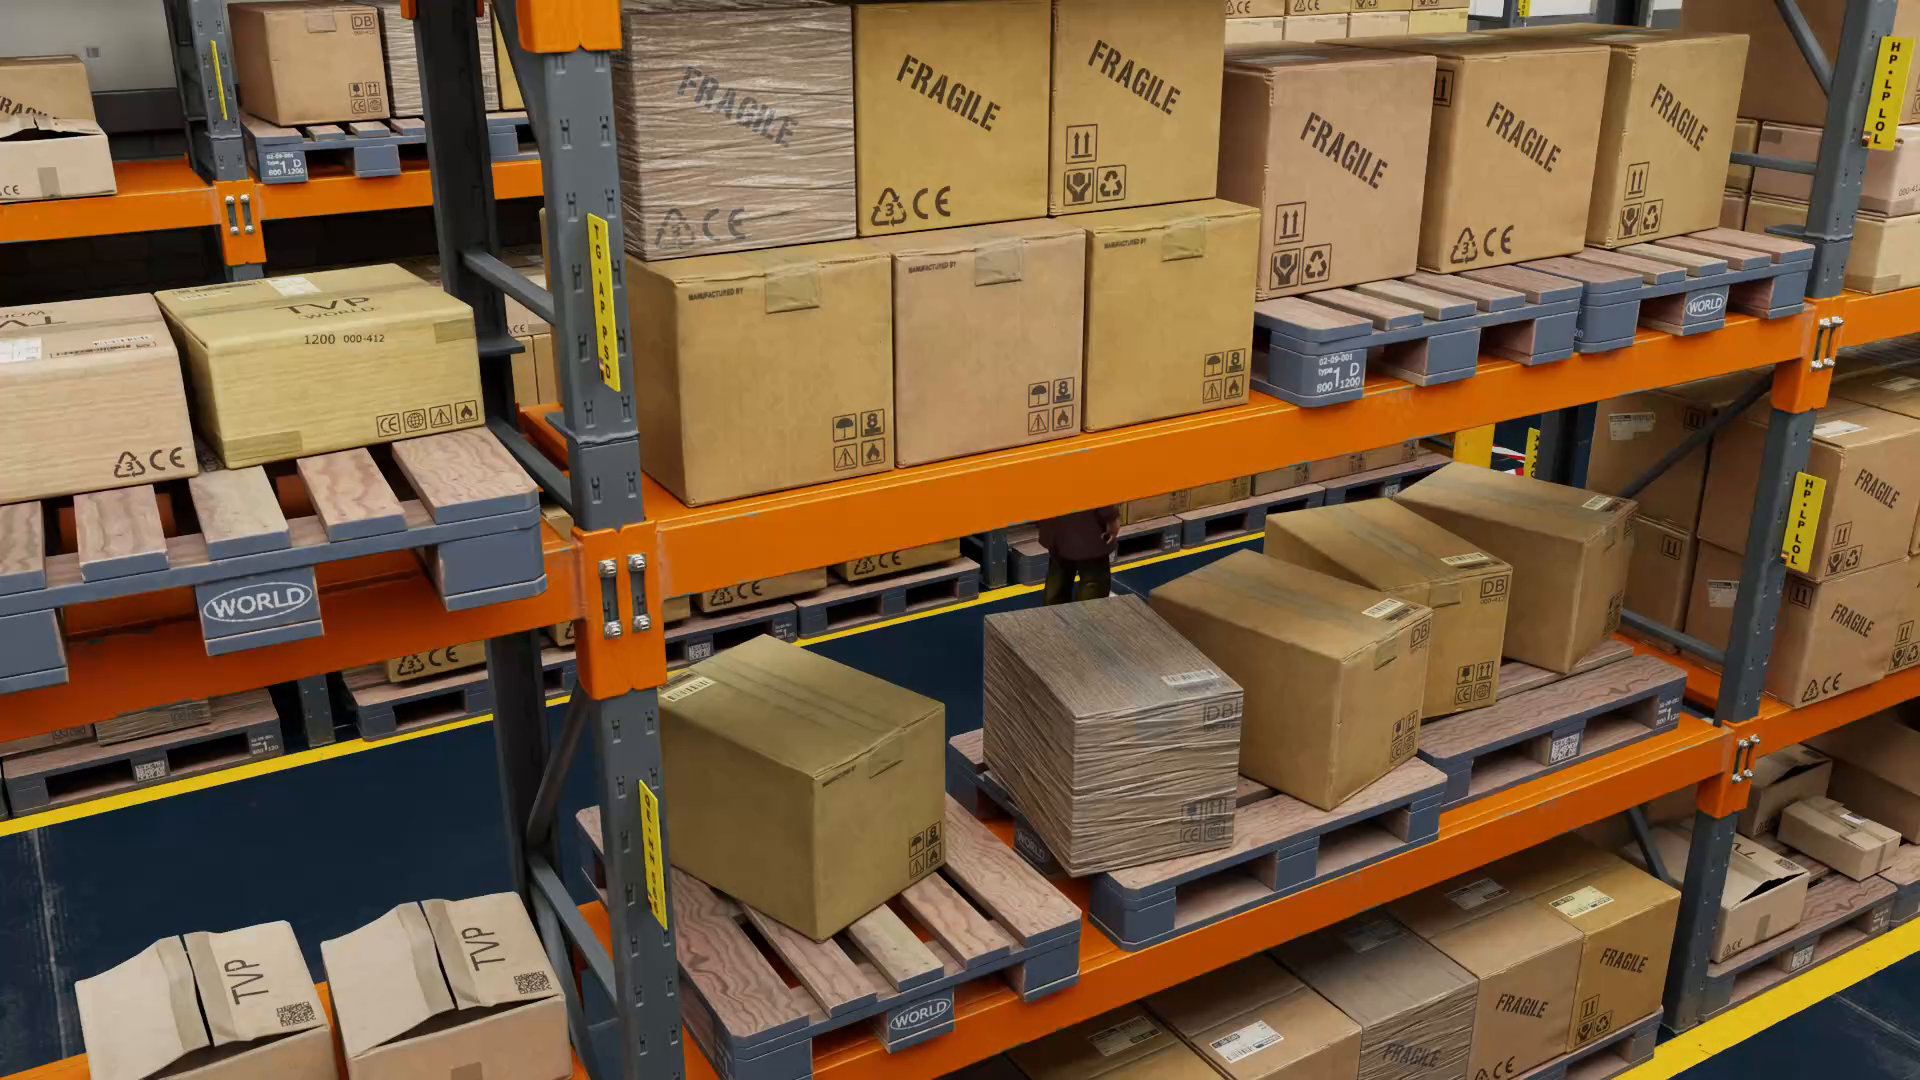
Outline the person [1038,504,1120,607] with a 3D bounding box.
[{"bbox_3d":[0.639,-0.180,9.065,0.431,1.773,0.642,-15,26,-33],"label":"person"}]
